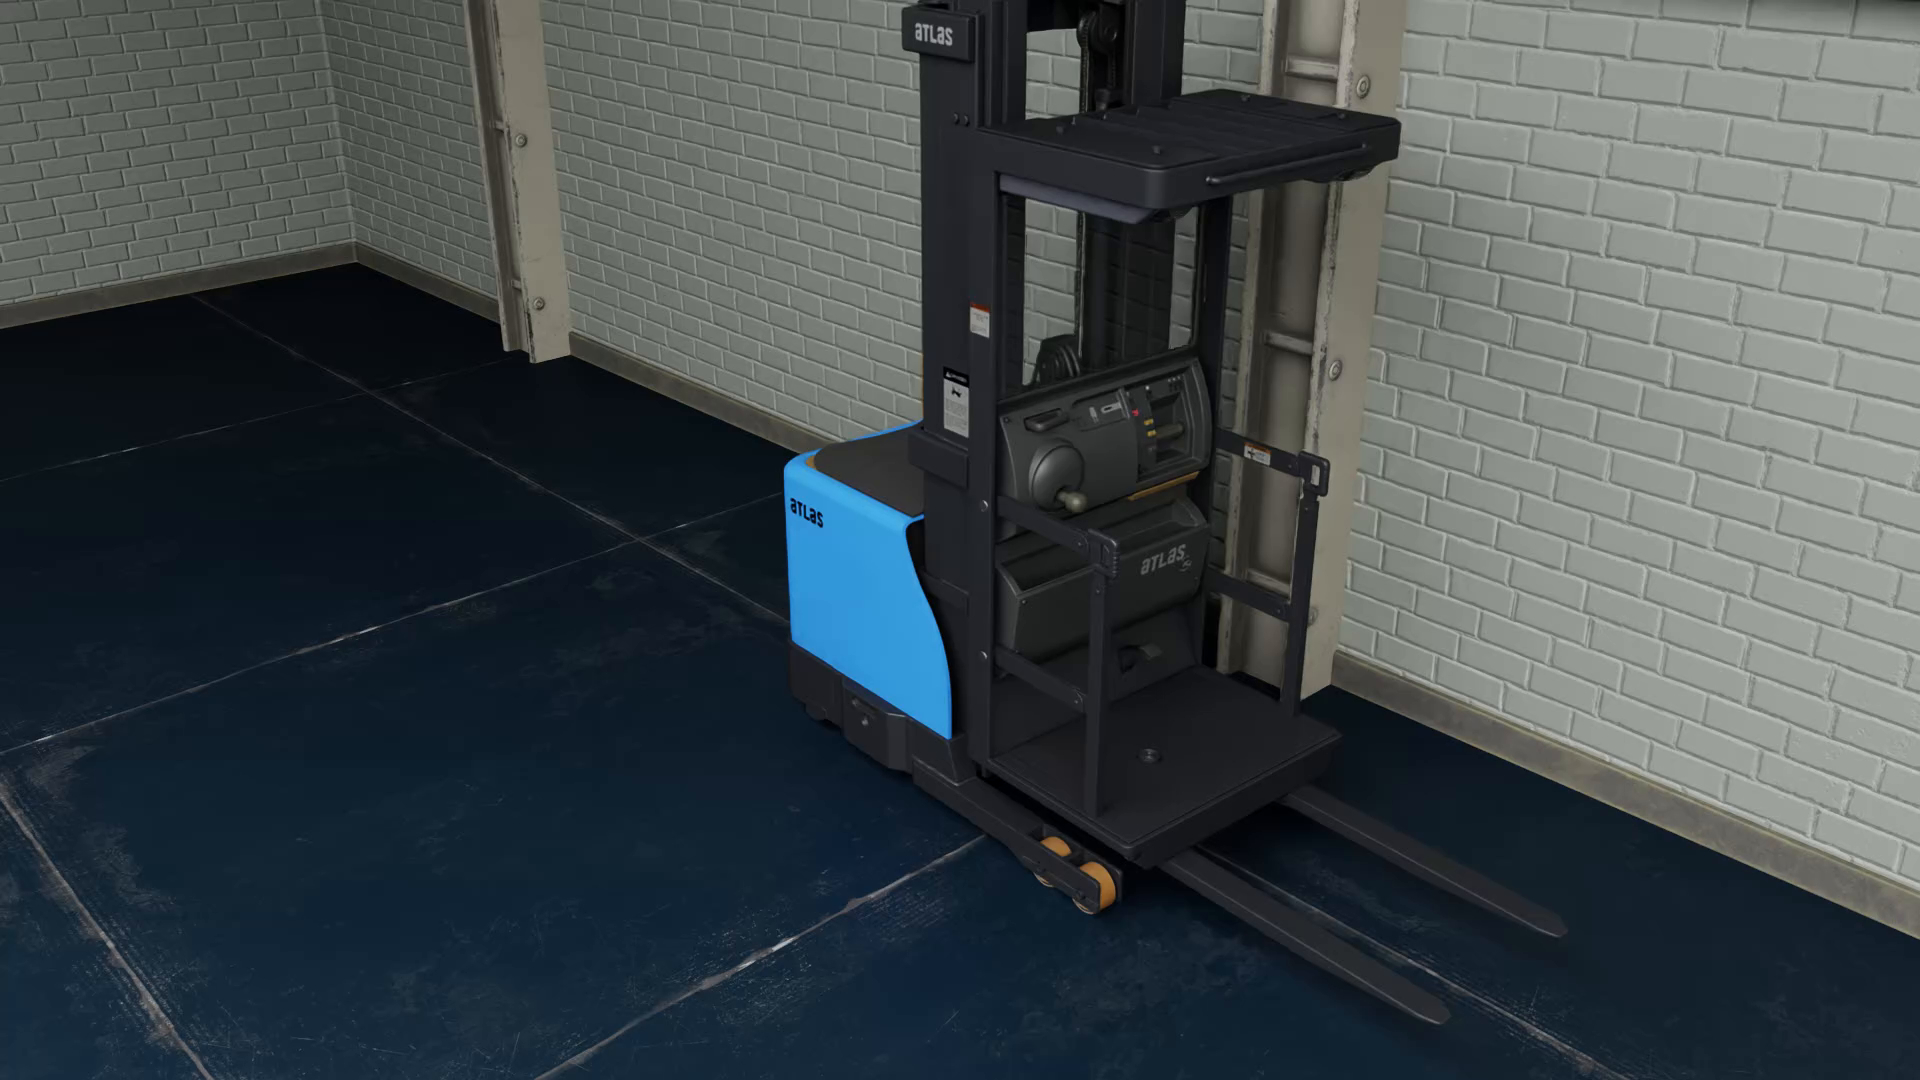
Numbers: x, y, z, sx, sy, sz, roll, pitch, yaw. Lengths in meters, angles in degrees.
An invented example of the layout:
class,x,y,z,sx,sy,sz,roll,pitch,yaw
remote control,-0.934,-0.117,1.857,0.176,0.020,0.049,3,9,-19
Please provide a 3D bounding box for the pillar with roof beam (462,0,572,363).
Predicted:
class,x,y,z,sx,sy,sz,roll,pitch,yaw
pillar with roof beam,-5.921,-4.117,6.433,9.100,9.000,0.400,-21,32,-38

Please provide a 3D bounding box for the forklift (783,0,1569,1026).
class,x,y,z,sx,sy,sz,roll,pitch,yaw
forklift,0.641,-0.329,5.439,1.130,2.935,3.031,-19,31,-36

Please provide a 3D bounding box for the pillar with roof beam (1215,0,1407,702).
class,x,y,z,sx,sy,sz,roll,pitch,yaw
pillar with roof beam,-1.820,-2.300,2.449,9.100,9.000,0.400,-21,32,-38
